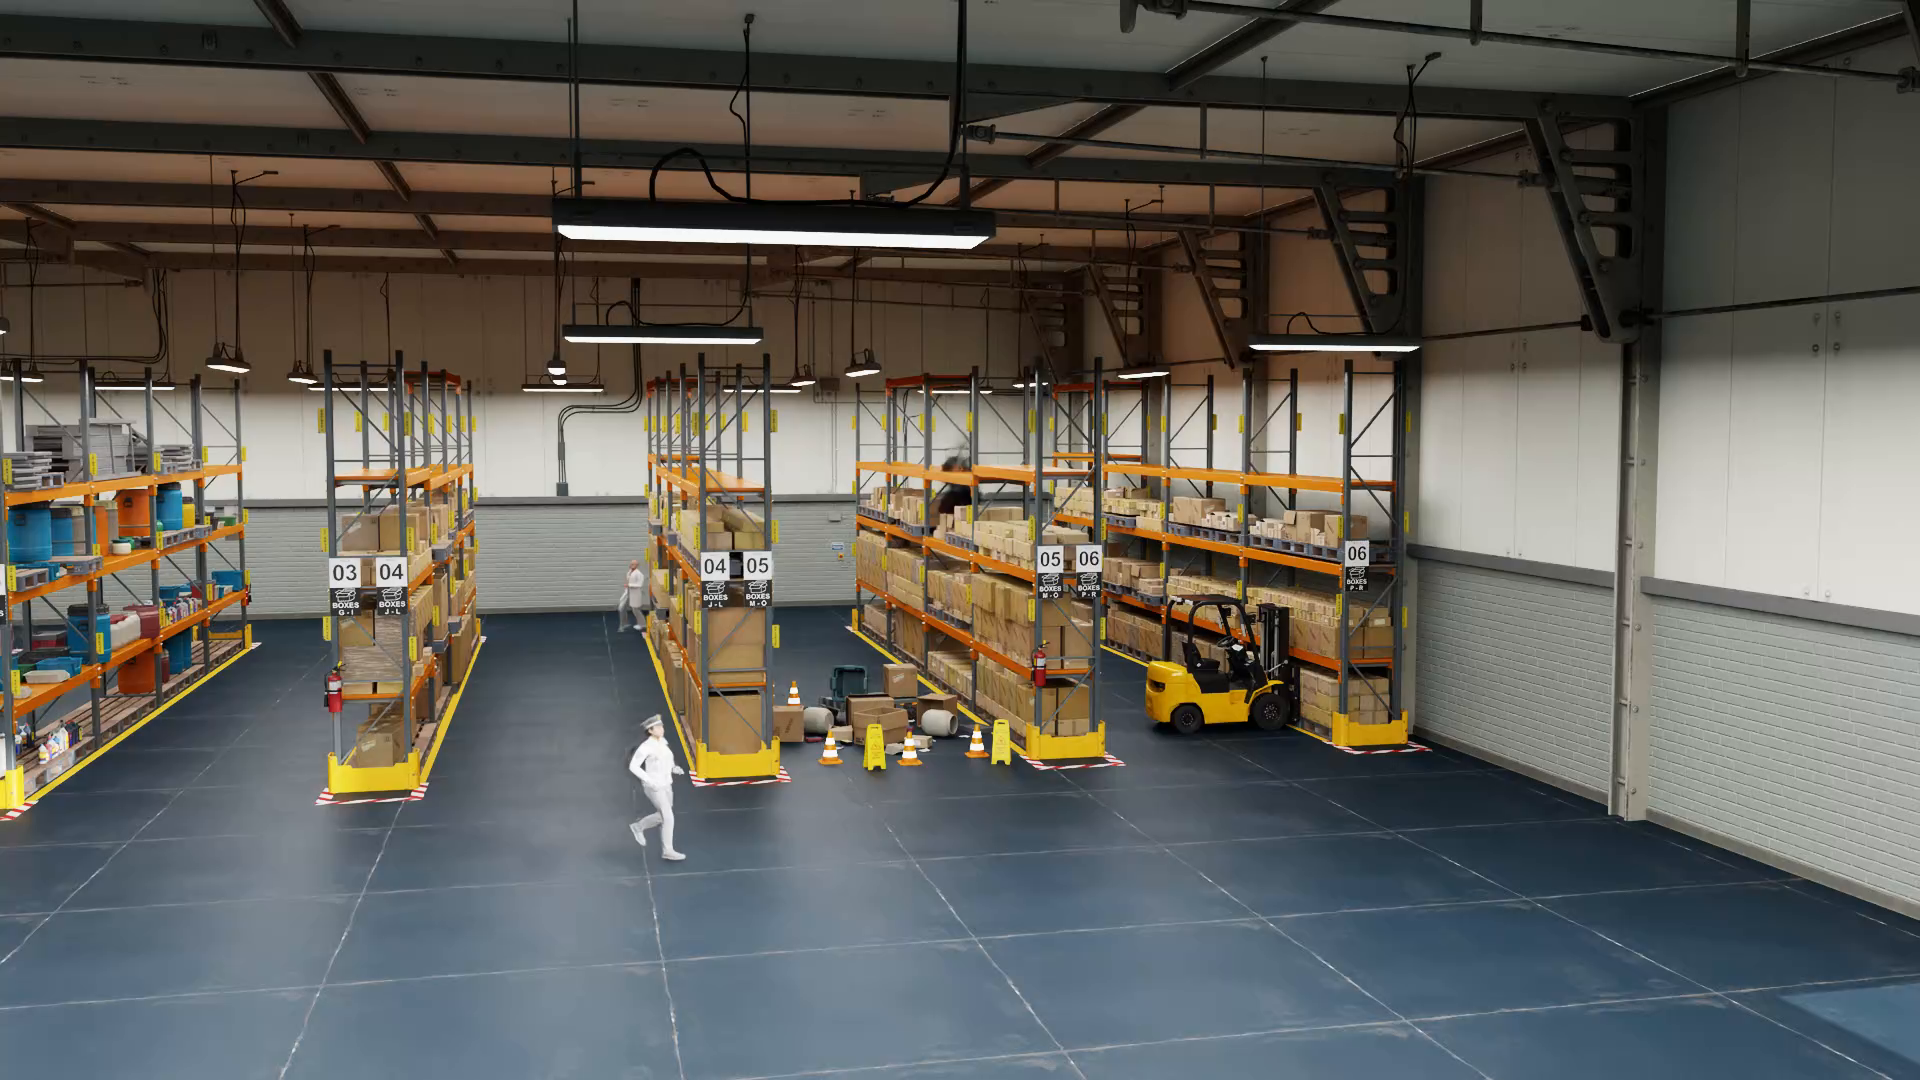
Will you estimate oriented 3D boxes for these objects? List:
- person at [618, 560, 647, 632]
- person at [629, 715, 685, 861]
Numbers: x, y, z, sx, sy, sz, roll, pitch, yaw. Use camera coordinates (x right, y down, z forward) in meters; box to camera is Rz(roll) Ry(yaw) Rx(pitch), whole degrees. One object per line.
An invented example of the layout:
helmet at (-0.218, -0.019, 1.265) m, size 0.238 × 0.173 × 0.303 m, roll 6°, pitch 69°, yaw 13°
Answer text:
person at (-7.809, 1.367, 40.027) m, size 0.726 × 1.814 × 0.806 m, roll 4°, pitch 5°, yaw 42°
person at (-3.520, 2.834, 19.178) m, size 0.785 × 1.662 × 0.625 m, roll 2°, pitch 4°, yaw 23°
